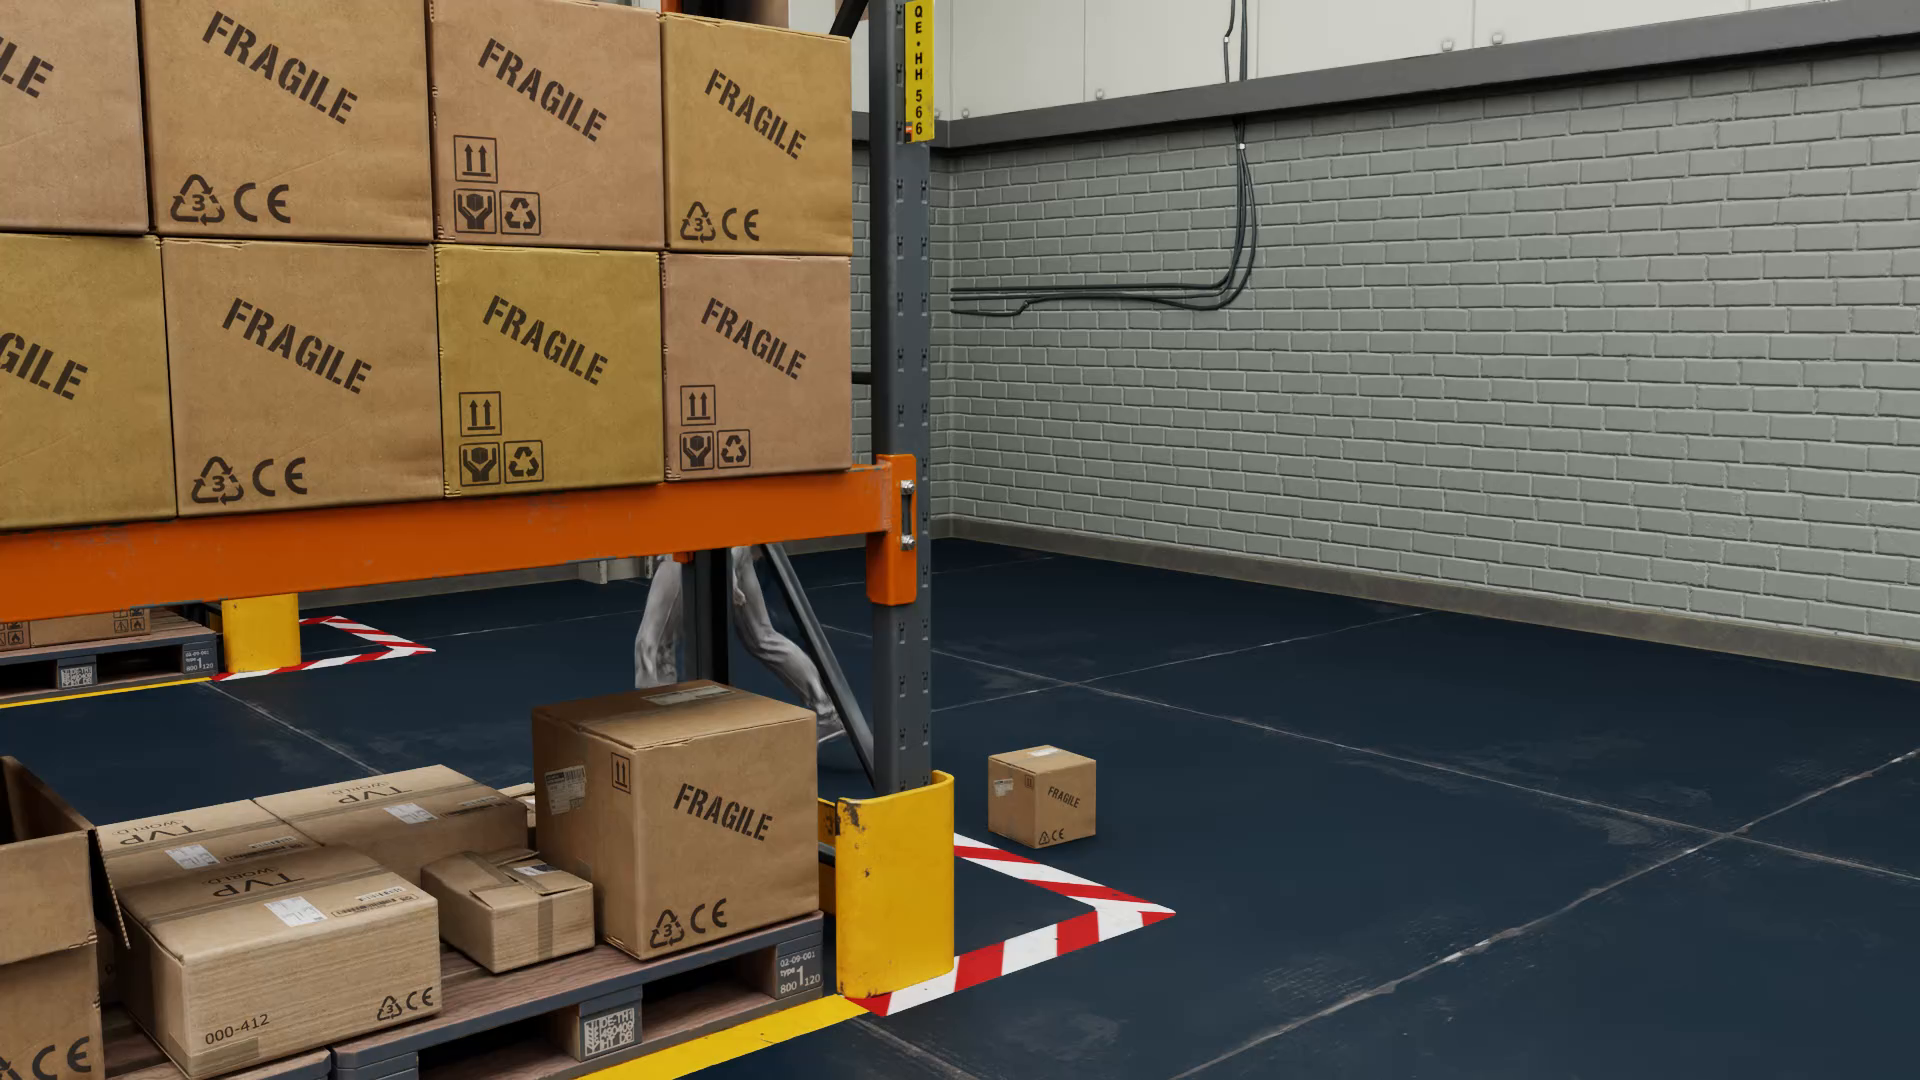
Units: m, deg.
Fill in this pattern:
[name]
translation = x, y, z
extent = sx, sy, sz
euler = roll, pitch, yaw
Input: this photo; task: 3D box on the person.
[person]
translation = -0.882, 0.023, 6.013
extent = 0.989, 1.642, 0.498
euler = 1, 8, 6
